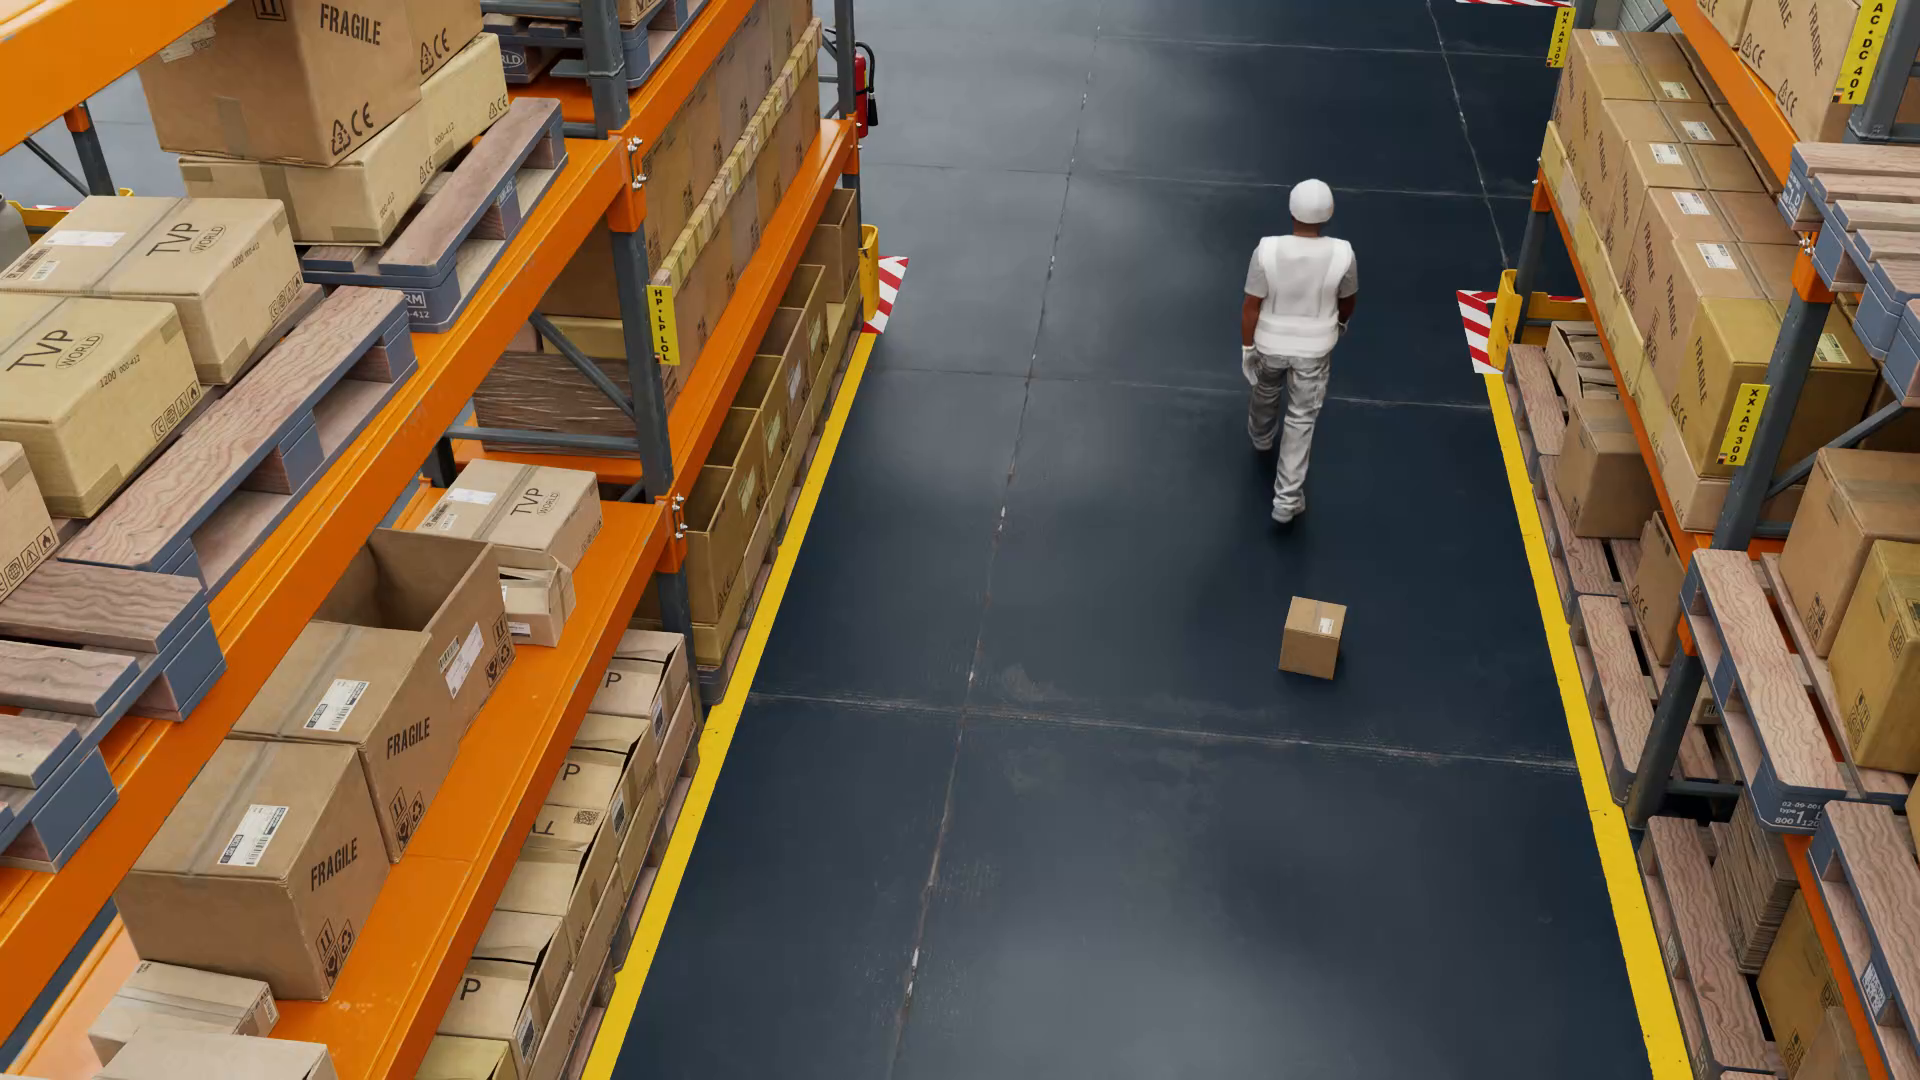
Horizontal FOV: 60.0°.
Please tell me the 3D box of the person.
[{"bbox_3d":[1.712,-1.042,8.459,0.538,1.734,1.066,10,37,14],"label":"person"}]
